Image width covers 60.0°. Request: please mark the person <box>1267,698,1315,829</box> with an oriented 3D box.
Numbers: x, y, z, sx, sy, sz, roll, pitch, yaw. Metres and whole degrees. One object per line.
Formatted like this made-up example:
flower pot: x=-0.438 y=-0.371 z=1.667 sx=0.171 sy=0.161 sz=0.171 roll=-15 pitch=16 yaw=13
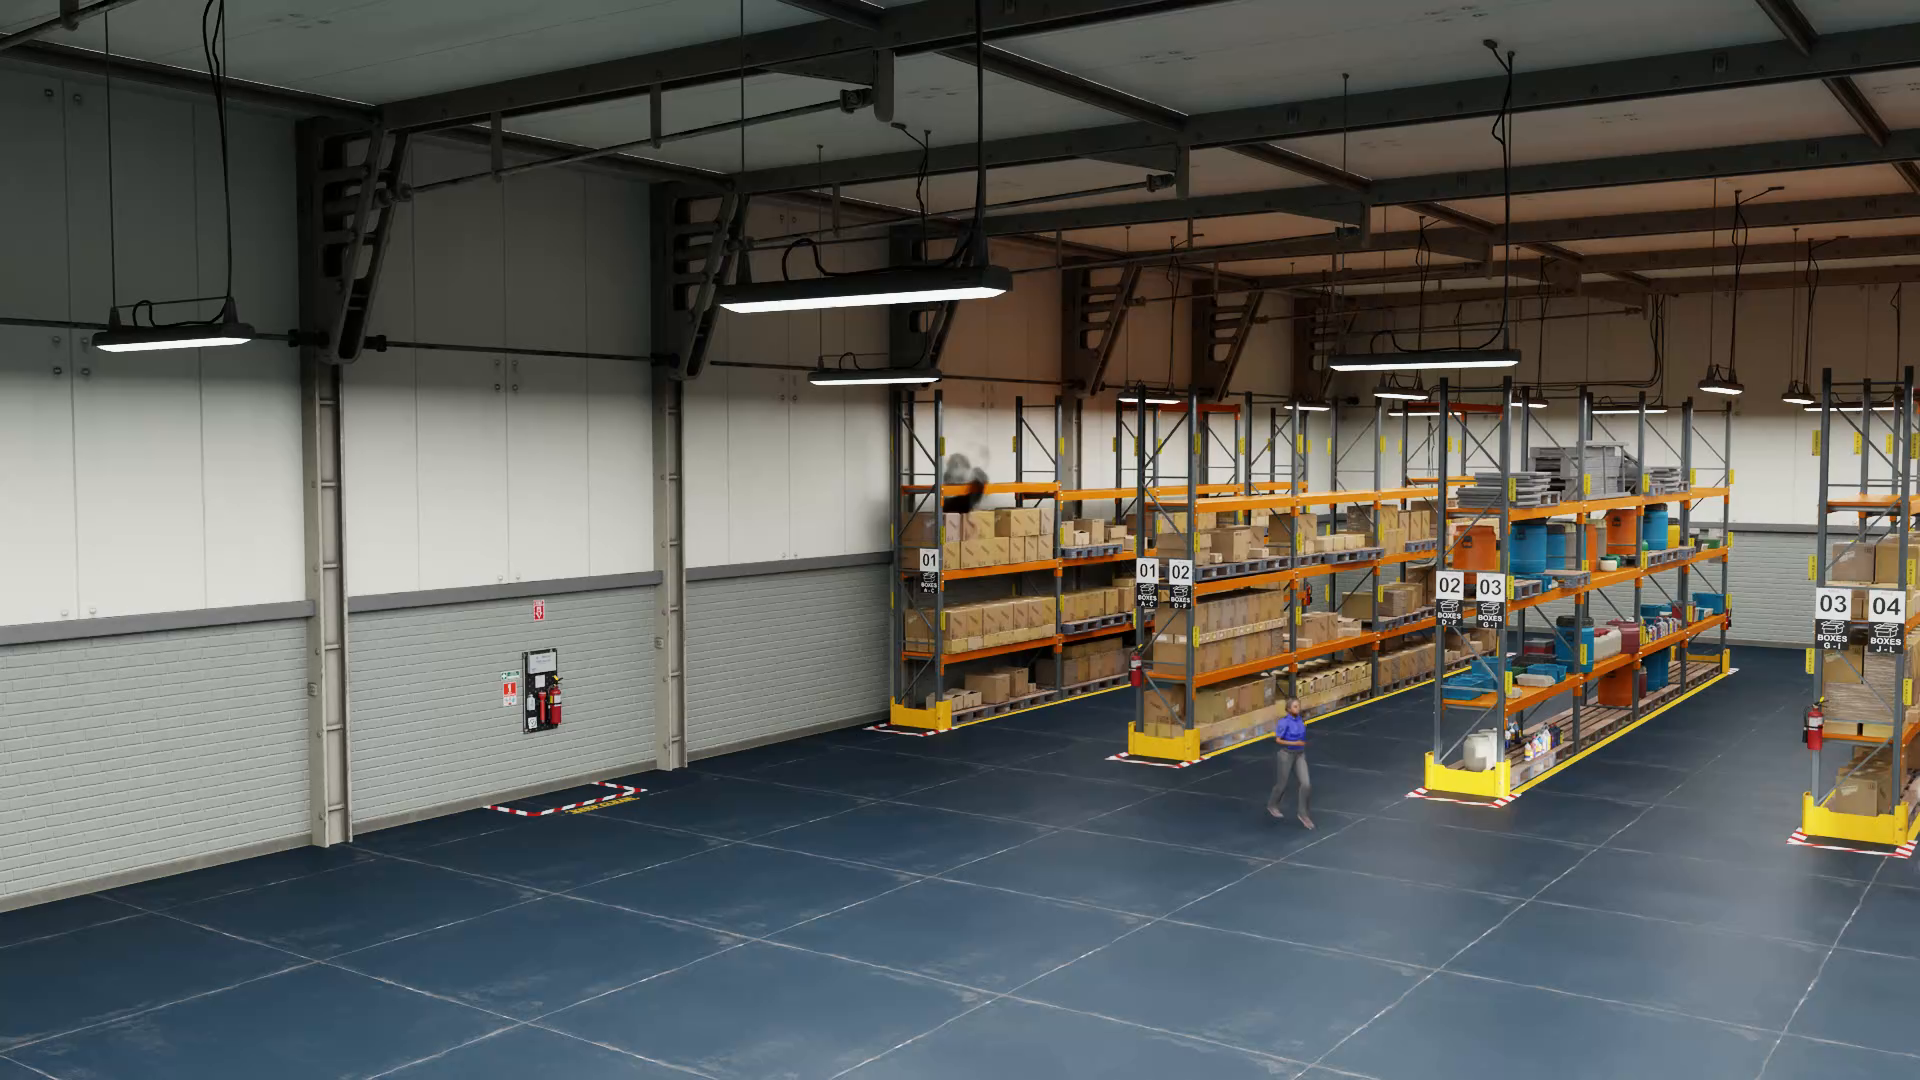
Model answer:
person: x=4.363 y=2.935 z=22.020 sx=0.570 sy=1.713 sz=0.788 roll=-2 pitch=4 yaw=-27
